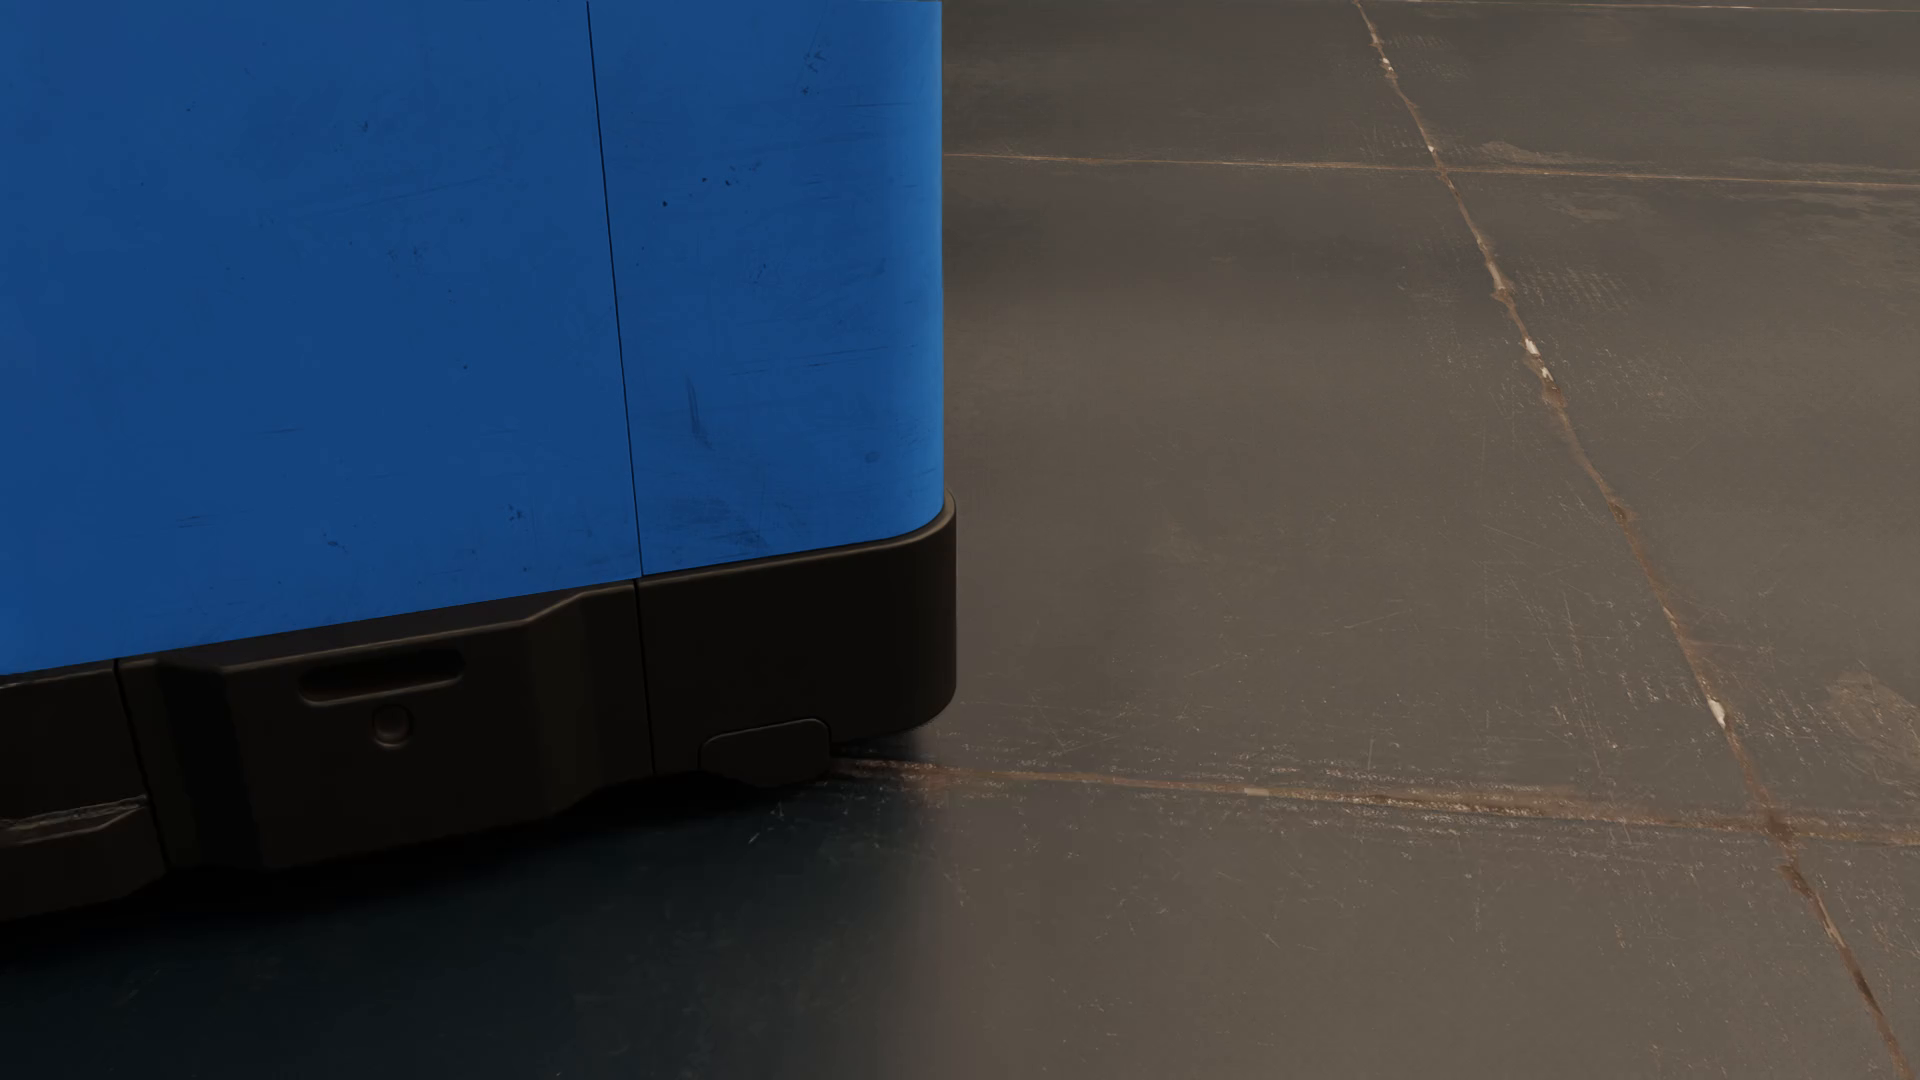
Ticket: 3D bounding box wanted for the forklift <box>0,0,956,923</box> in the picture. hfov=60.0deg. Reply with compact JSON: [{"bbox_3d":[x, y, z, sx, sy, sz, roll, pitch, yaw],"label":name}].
[{"bbox_3d":[-1.578,-1.040,1.301,3.031,2.935,1.130,-9,28,-17],"label":"forklift"}]
